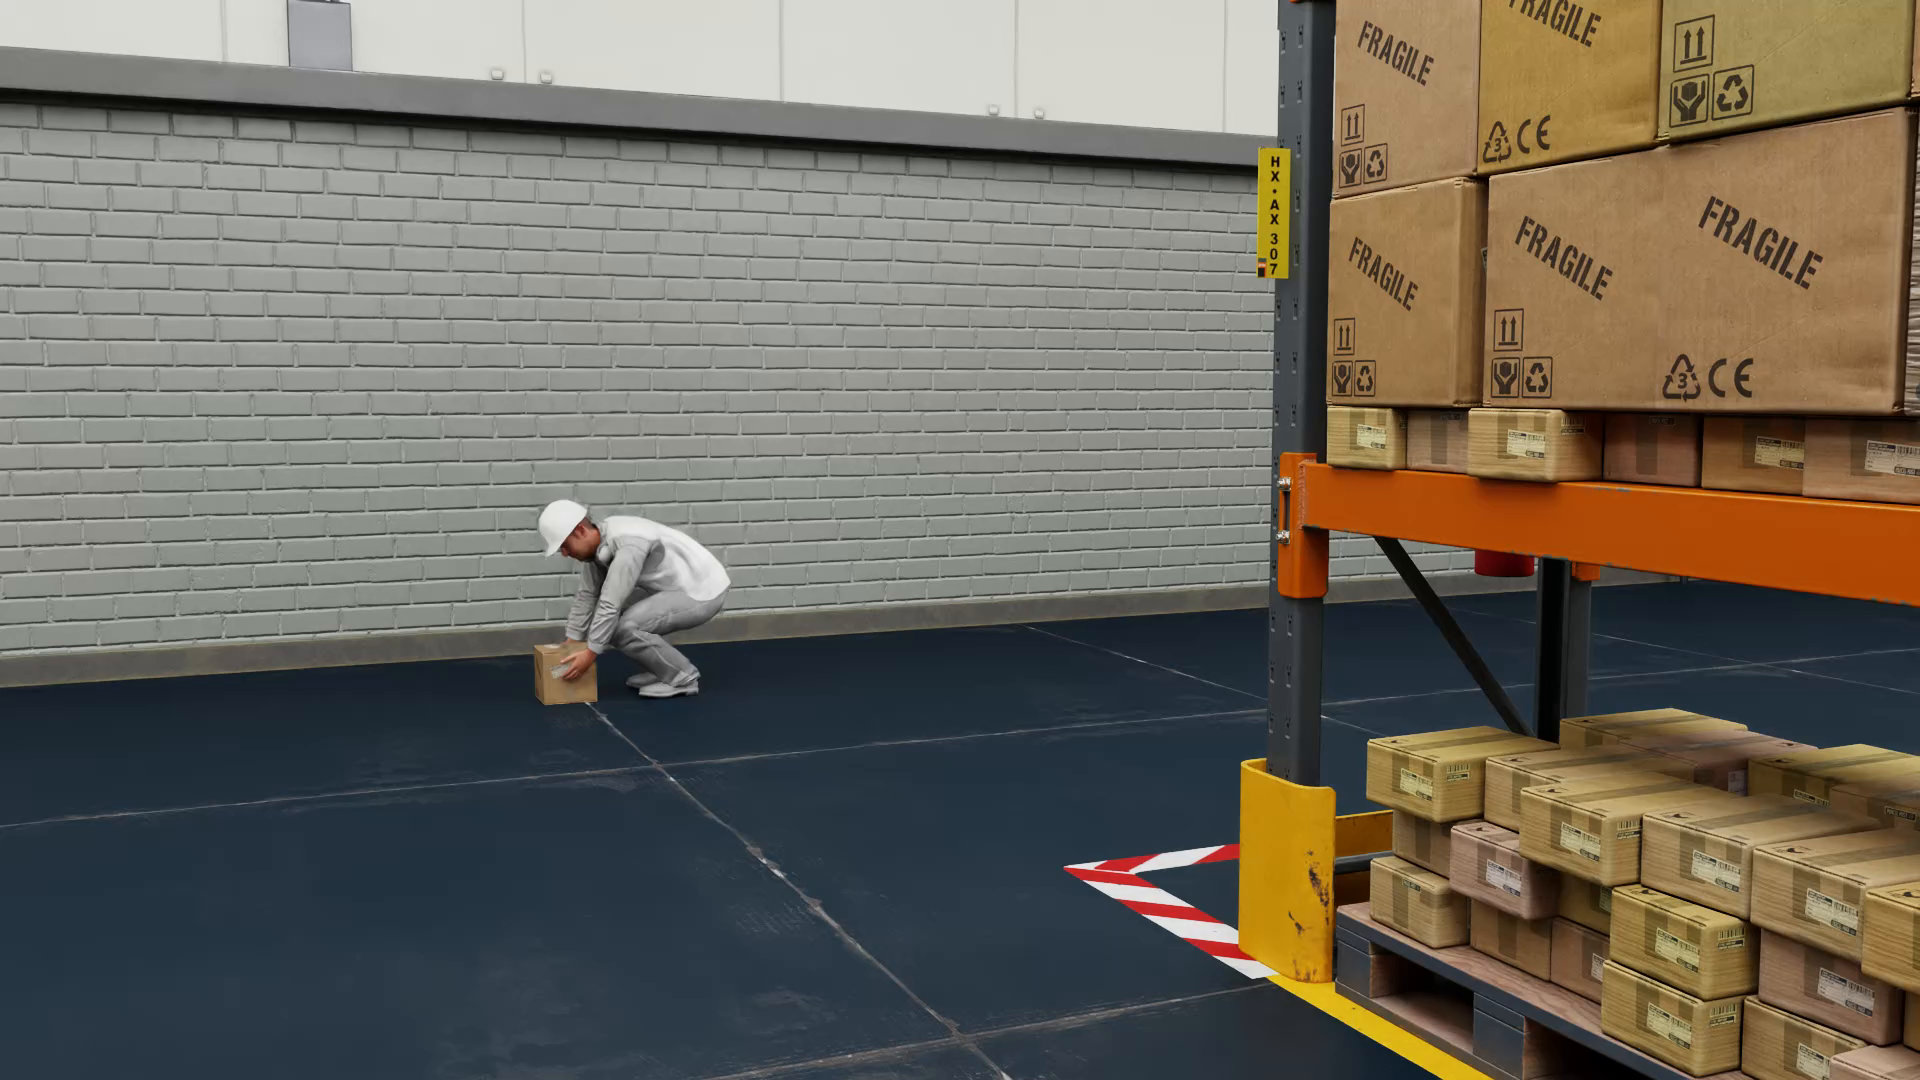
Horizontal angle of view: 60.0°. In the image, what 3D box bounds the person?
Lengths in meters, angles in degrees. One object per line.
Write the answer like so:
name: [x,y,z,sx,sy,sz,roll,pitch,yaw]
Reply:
person: [-1.571,0.275,8.040,0.908,0.964,0.542,-2,6,-24]
